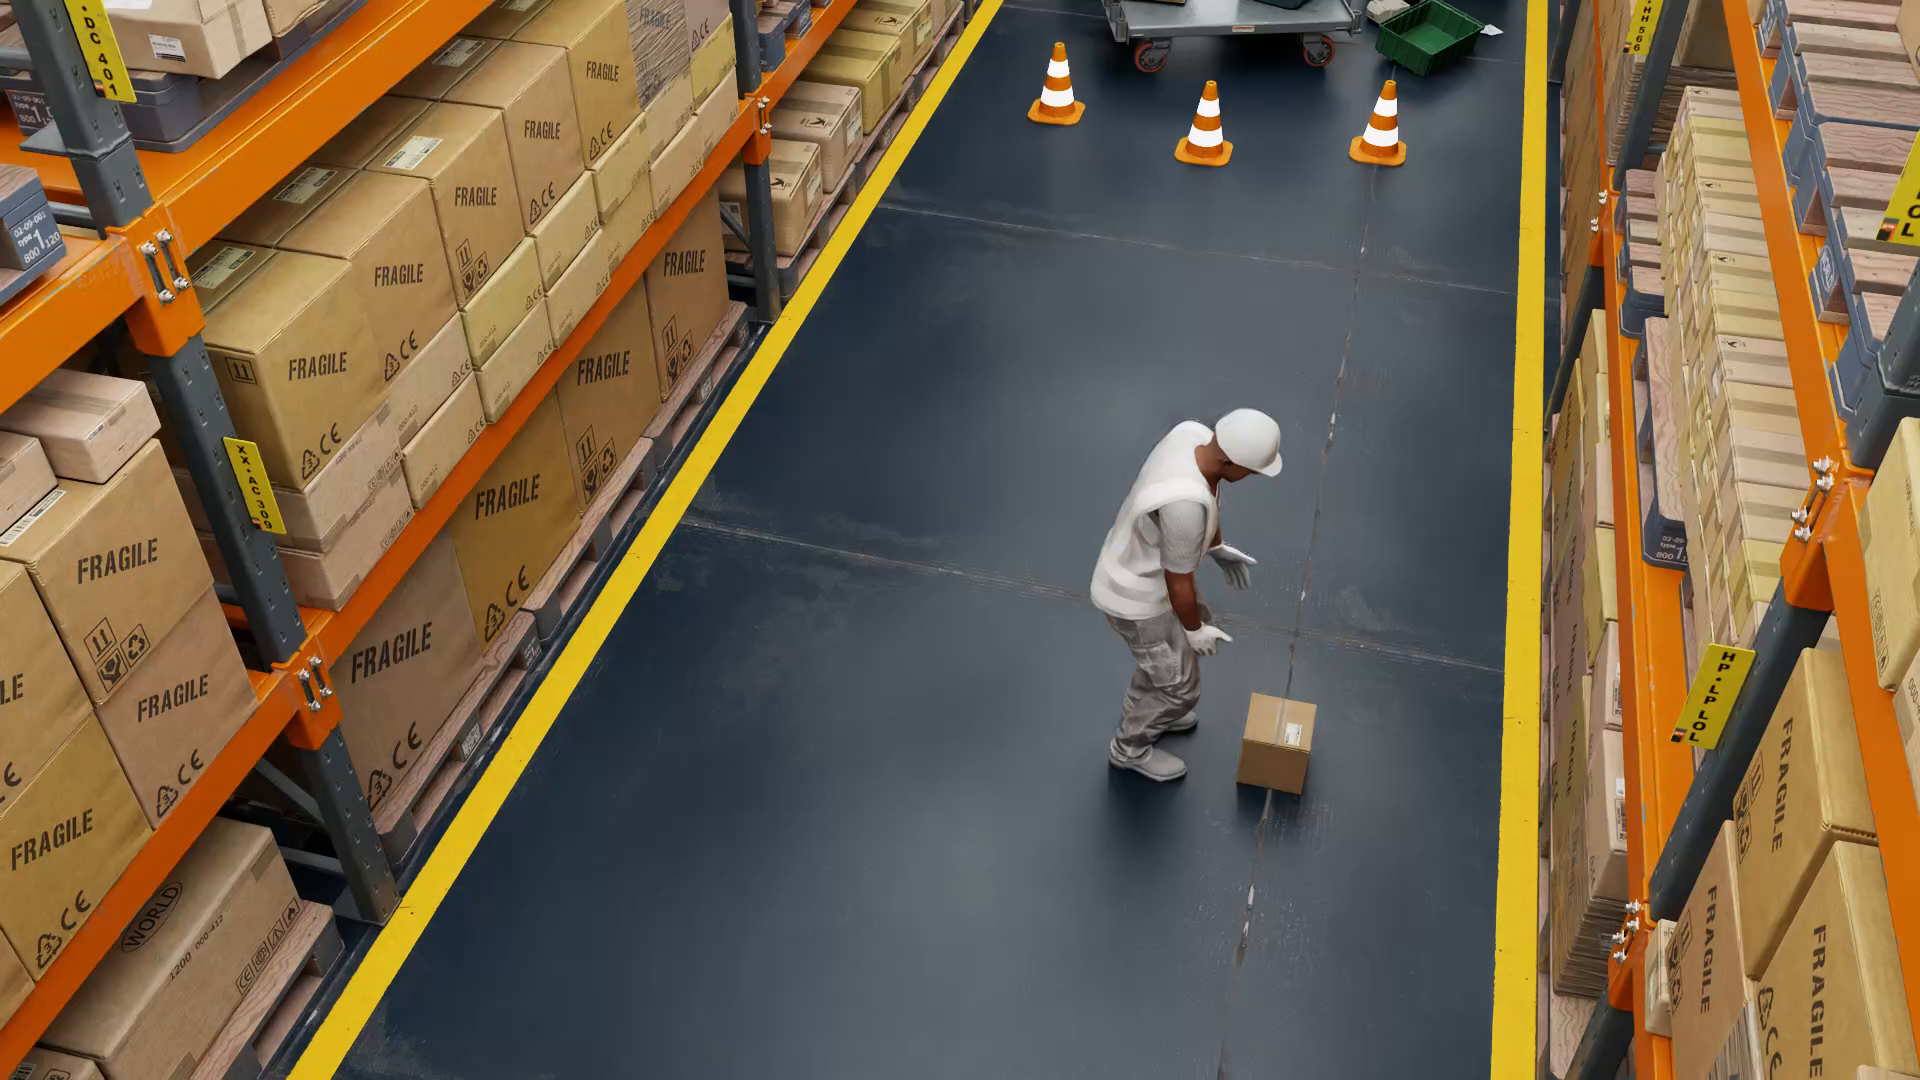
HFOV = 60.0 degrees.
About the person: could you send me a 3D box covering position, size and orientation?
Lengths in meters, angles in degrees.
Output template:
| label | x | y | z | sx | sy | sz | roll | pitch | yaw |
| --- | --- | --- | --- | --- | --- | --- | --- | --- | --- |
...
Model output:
| label | x | y | z | sx | sy | sz | roll | pitch | yaw |
| --- | --- | --- | --- | --- | --- | --- | --- | --- | --- |
| person | 0.794 | 0.164 | 6.076 | 0.606 | 1.624 | 0.598 | 11 | 42 | 12 |
